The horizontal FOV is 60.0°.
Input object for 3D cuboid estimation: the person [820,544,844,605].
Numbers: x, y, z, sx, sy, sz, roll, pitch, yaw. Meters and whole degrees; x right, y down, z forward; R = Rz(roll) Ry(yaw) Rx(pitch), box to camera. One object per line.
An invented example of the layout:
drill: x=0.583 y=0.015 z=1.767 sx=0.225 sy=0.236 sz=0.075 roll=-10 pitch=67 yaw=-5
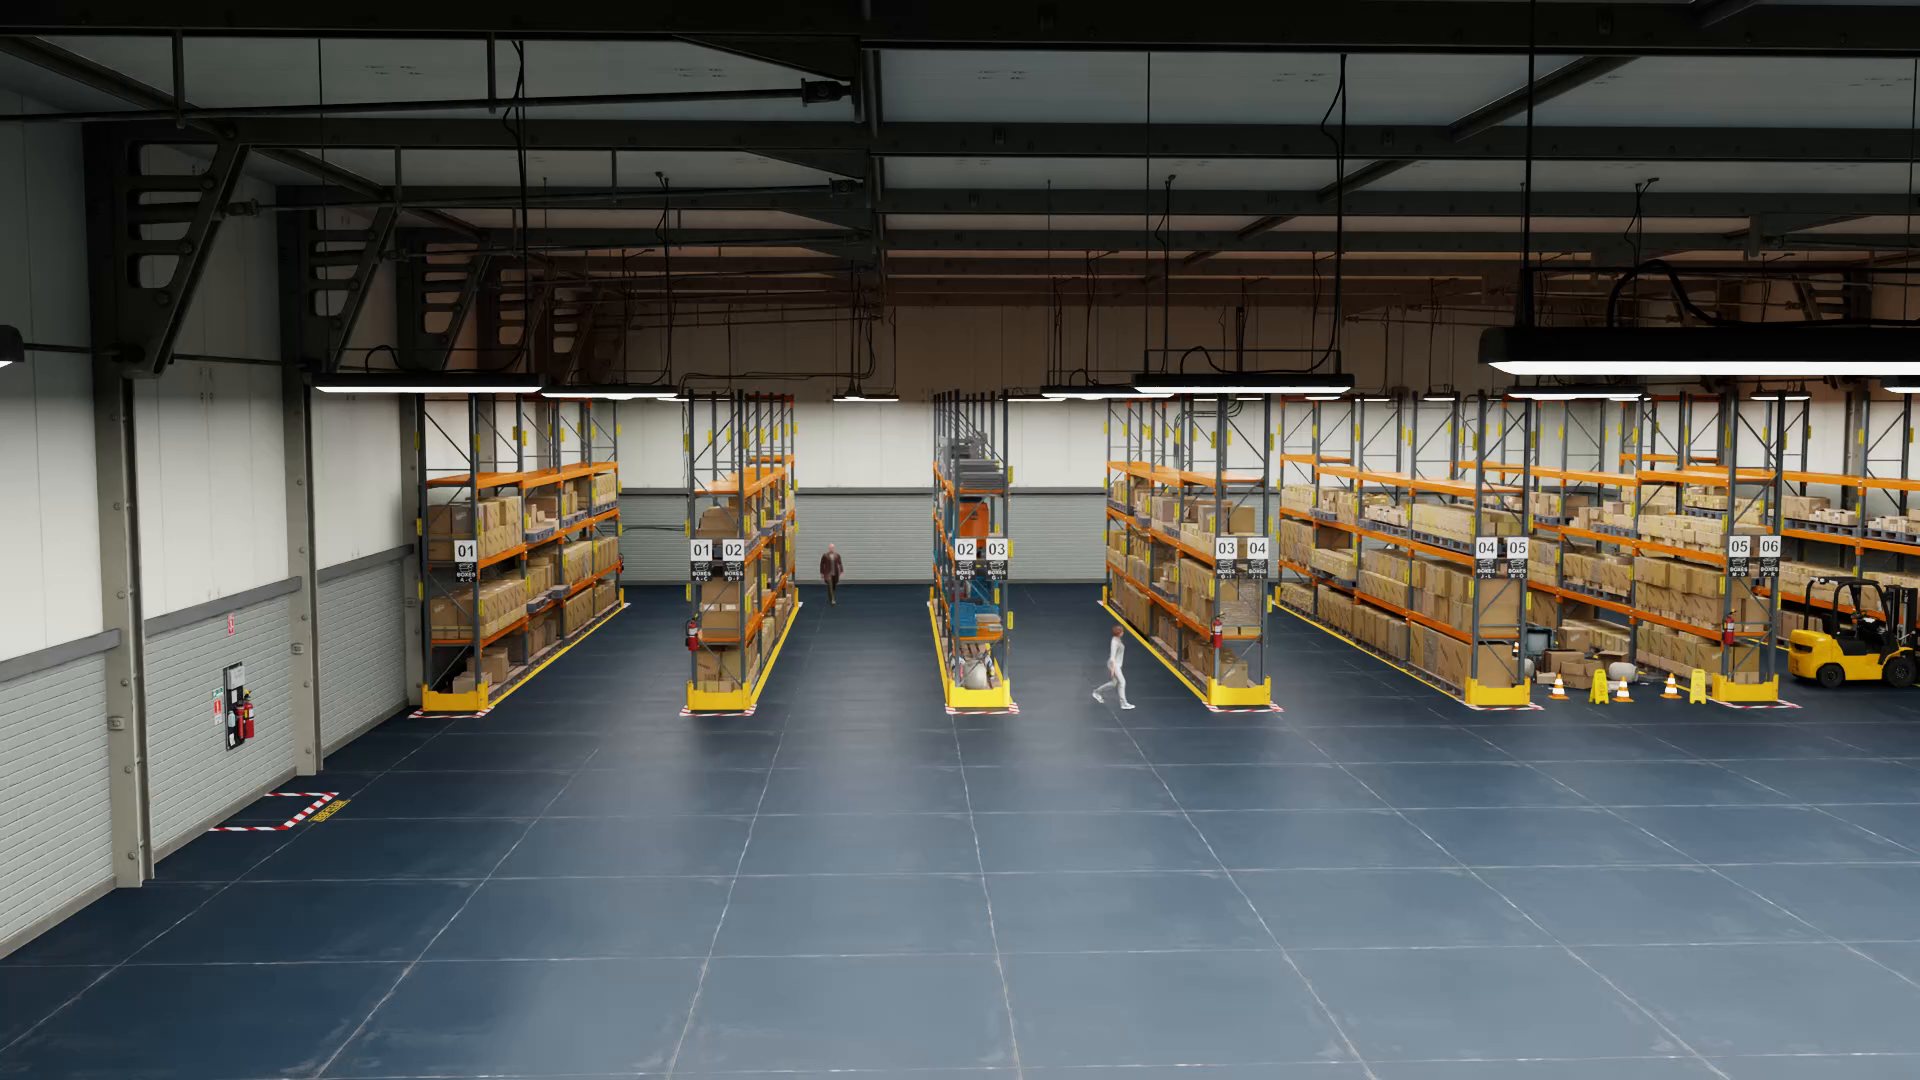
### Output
person: x=-3.657 y=0.968 z=47.560 sx=0.621 sy=1.720 sz=1.169 roll=-2 pitch=5 yaw=-20

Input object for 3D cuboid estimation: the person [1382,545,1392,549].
person: x=11.971 y=1.047 z=46.411 sx=0.603 sy=1.791 sz=0.472 roll=-4 pitch=6 yaw=-43

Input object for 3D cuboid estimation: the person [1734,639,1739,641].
person: x=18.359 y=1.661 z=39.595 sx=0.547 sy=1.774 sz=0.540 roll=-2 pitch=5 yaw=-20

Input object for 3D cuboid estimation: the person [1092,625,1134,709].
person: x=2.902 y=2.376 z=31.377 sx=0.830 sy=1.559 sz=0.453 roll=1 pitch=5 yaw=13
